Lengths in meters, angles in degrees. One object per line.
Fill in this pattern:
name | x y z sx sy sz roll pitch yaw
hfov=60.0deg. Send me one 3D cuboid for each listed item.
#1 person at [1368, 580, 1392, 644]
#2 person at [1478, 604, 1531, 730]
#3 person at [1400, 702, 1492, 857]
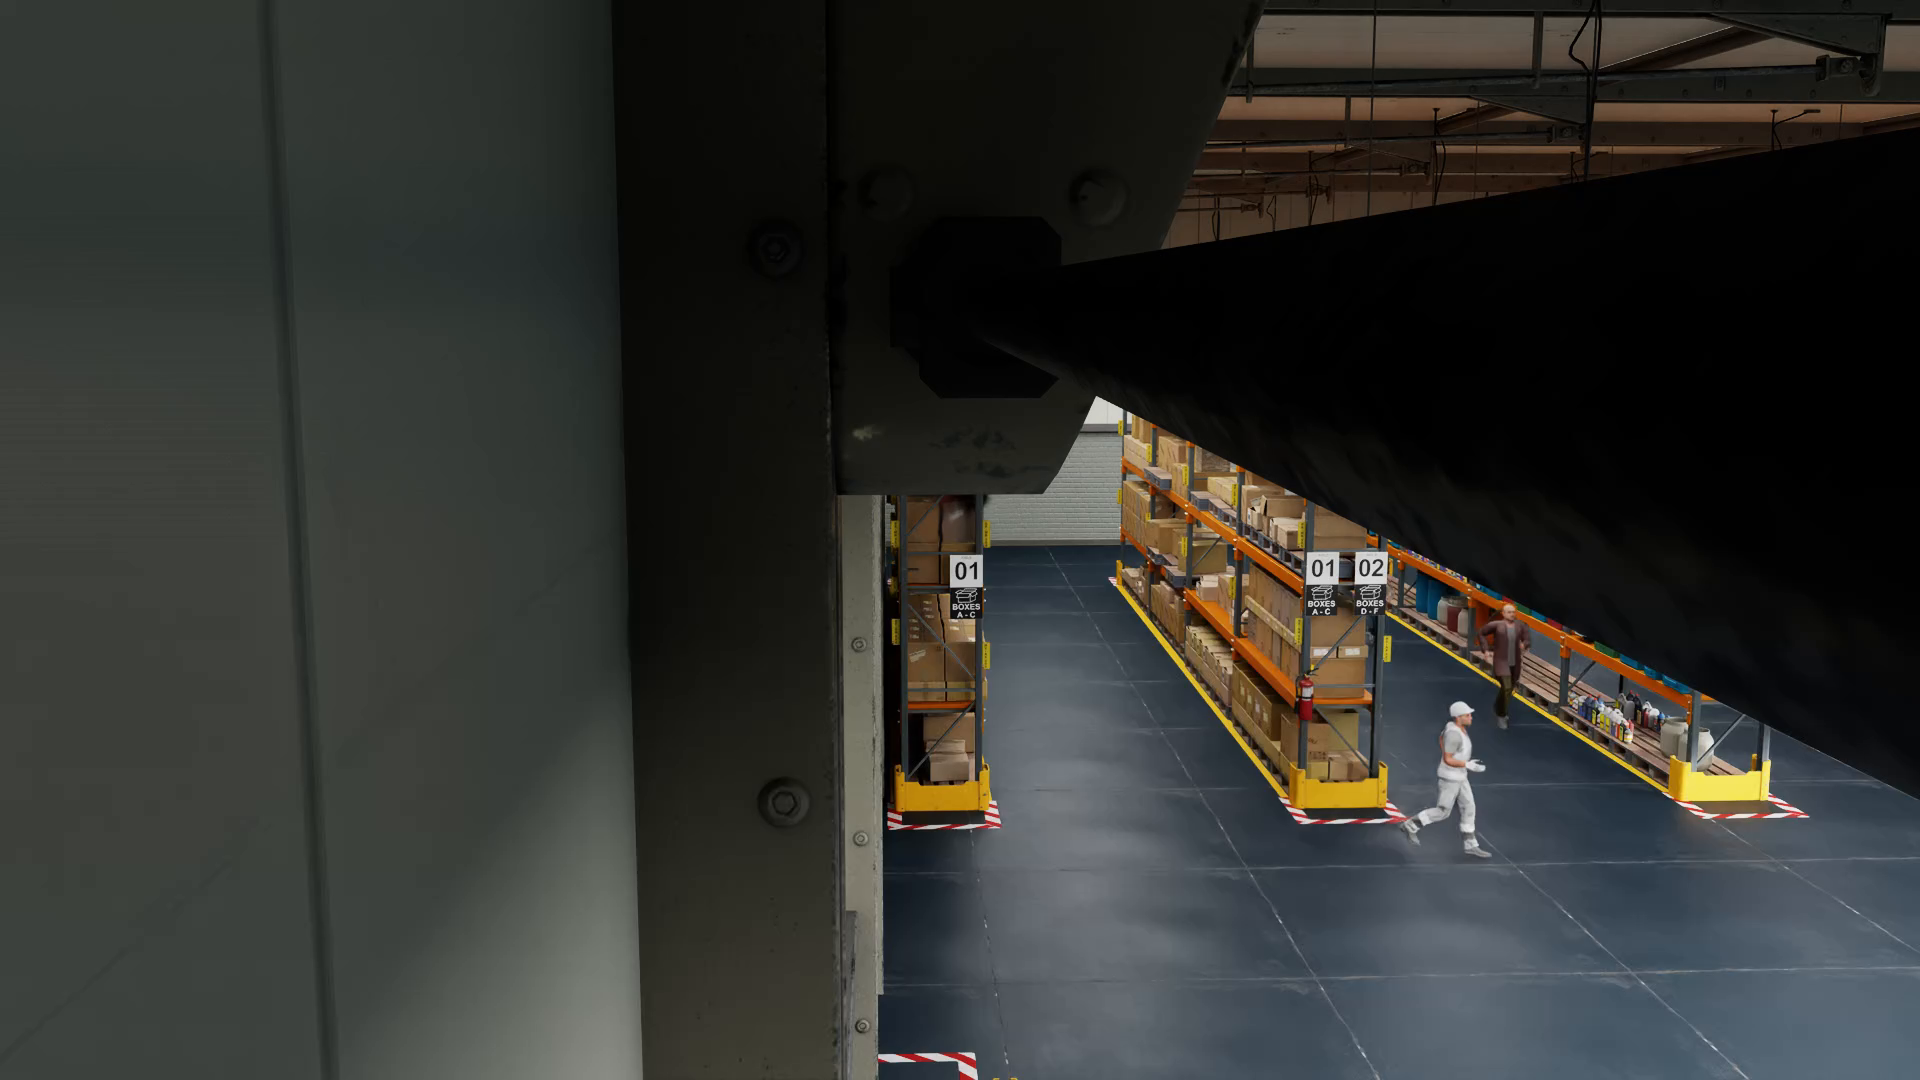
person | 7.381 1.219 29.457 0.548 1.566 0.792 -2 9 -11
person | 8.048 1.855 24.507 0.668 1.842 0.825 -1 9 -10
person | 5.521 2.681 18.776 1.006 1.769 0.635 4 10 28
